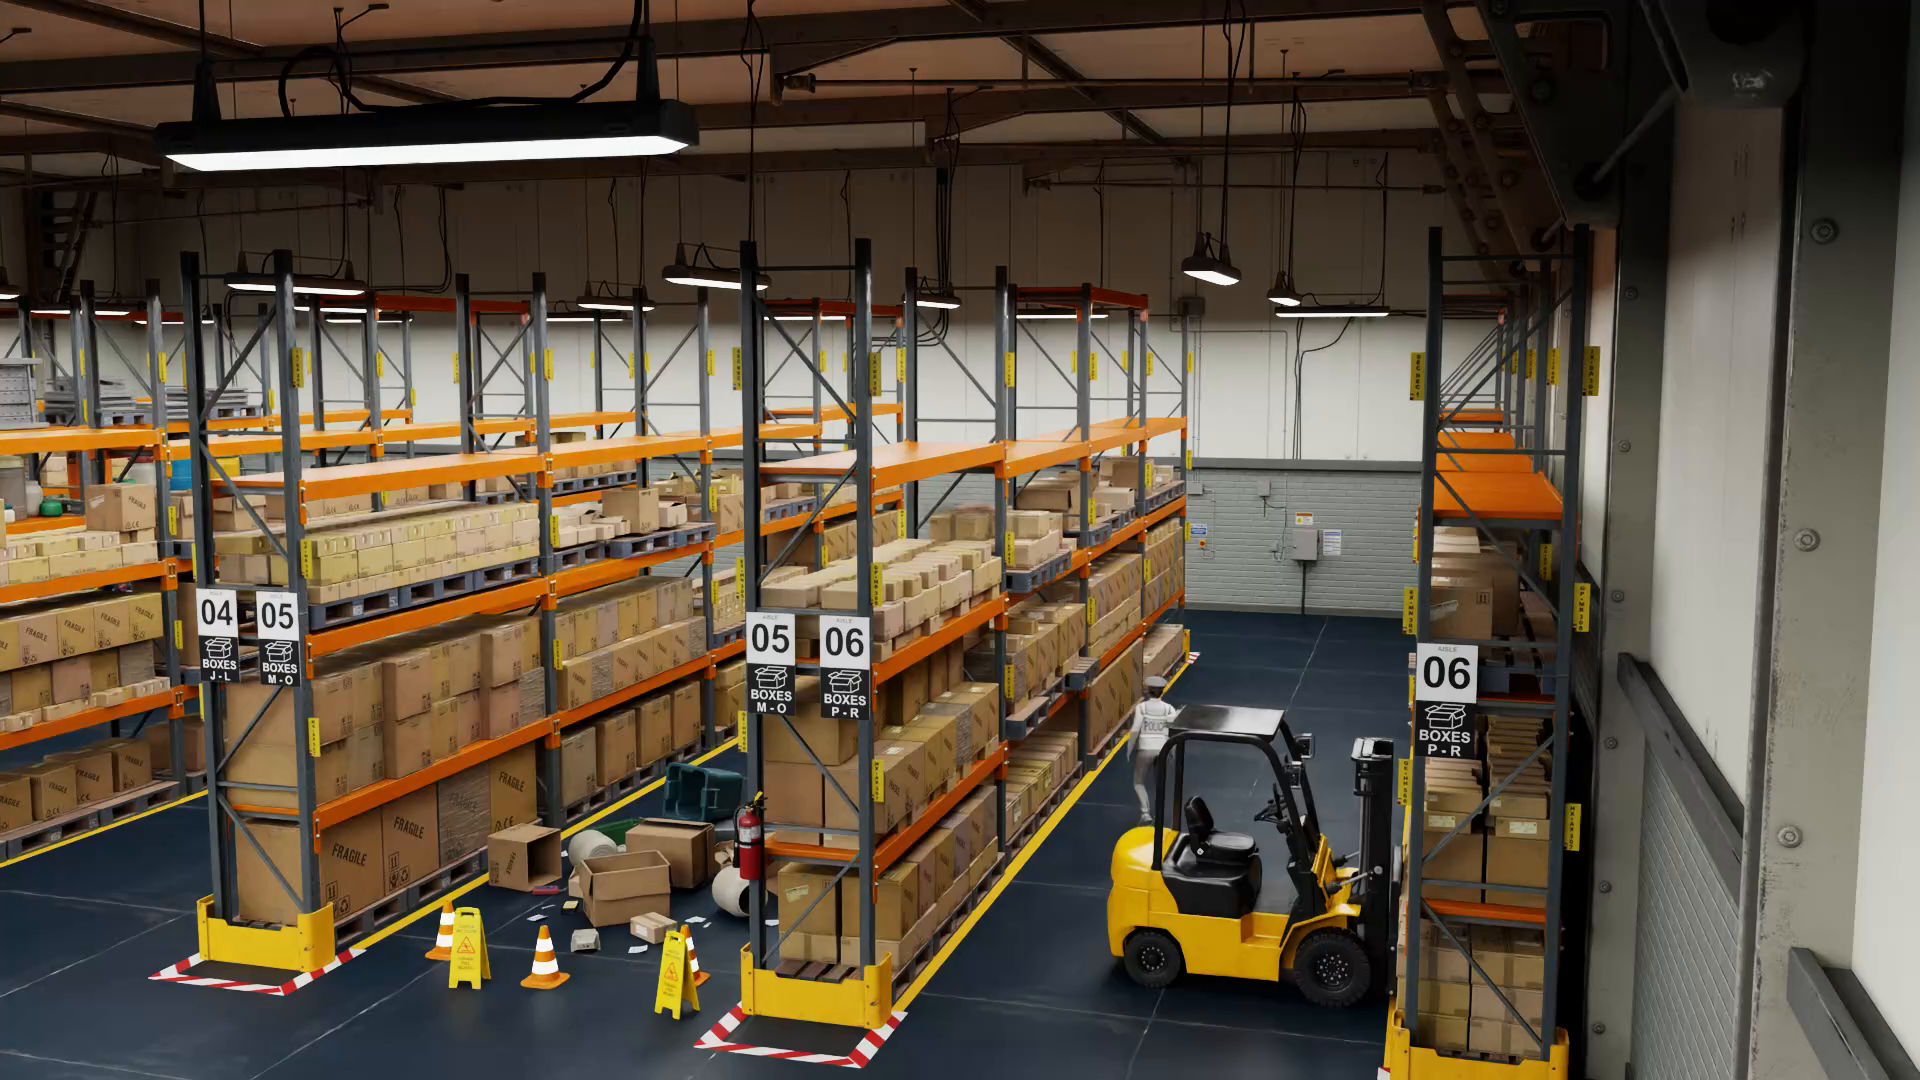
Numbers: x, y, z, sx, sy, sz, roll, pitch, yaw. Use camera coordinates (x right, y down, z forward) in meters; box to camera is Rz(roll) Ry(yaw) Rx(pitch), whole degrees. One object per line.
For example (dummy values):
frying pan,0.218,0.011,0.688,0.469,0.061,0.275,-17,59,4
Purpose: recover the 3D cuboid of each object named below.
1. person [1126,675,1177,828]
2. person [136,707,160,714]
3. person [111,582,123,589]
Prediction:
person,2.111,2.333,18.071,0.555,1.659,0.548,-1,6,-9
person,-11.825,1.636,24.011,0.691,1.711,0.625,1,6,9
person,-14.014,1.285,27.976,0.479,1.491,0.769,3,7,23
